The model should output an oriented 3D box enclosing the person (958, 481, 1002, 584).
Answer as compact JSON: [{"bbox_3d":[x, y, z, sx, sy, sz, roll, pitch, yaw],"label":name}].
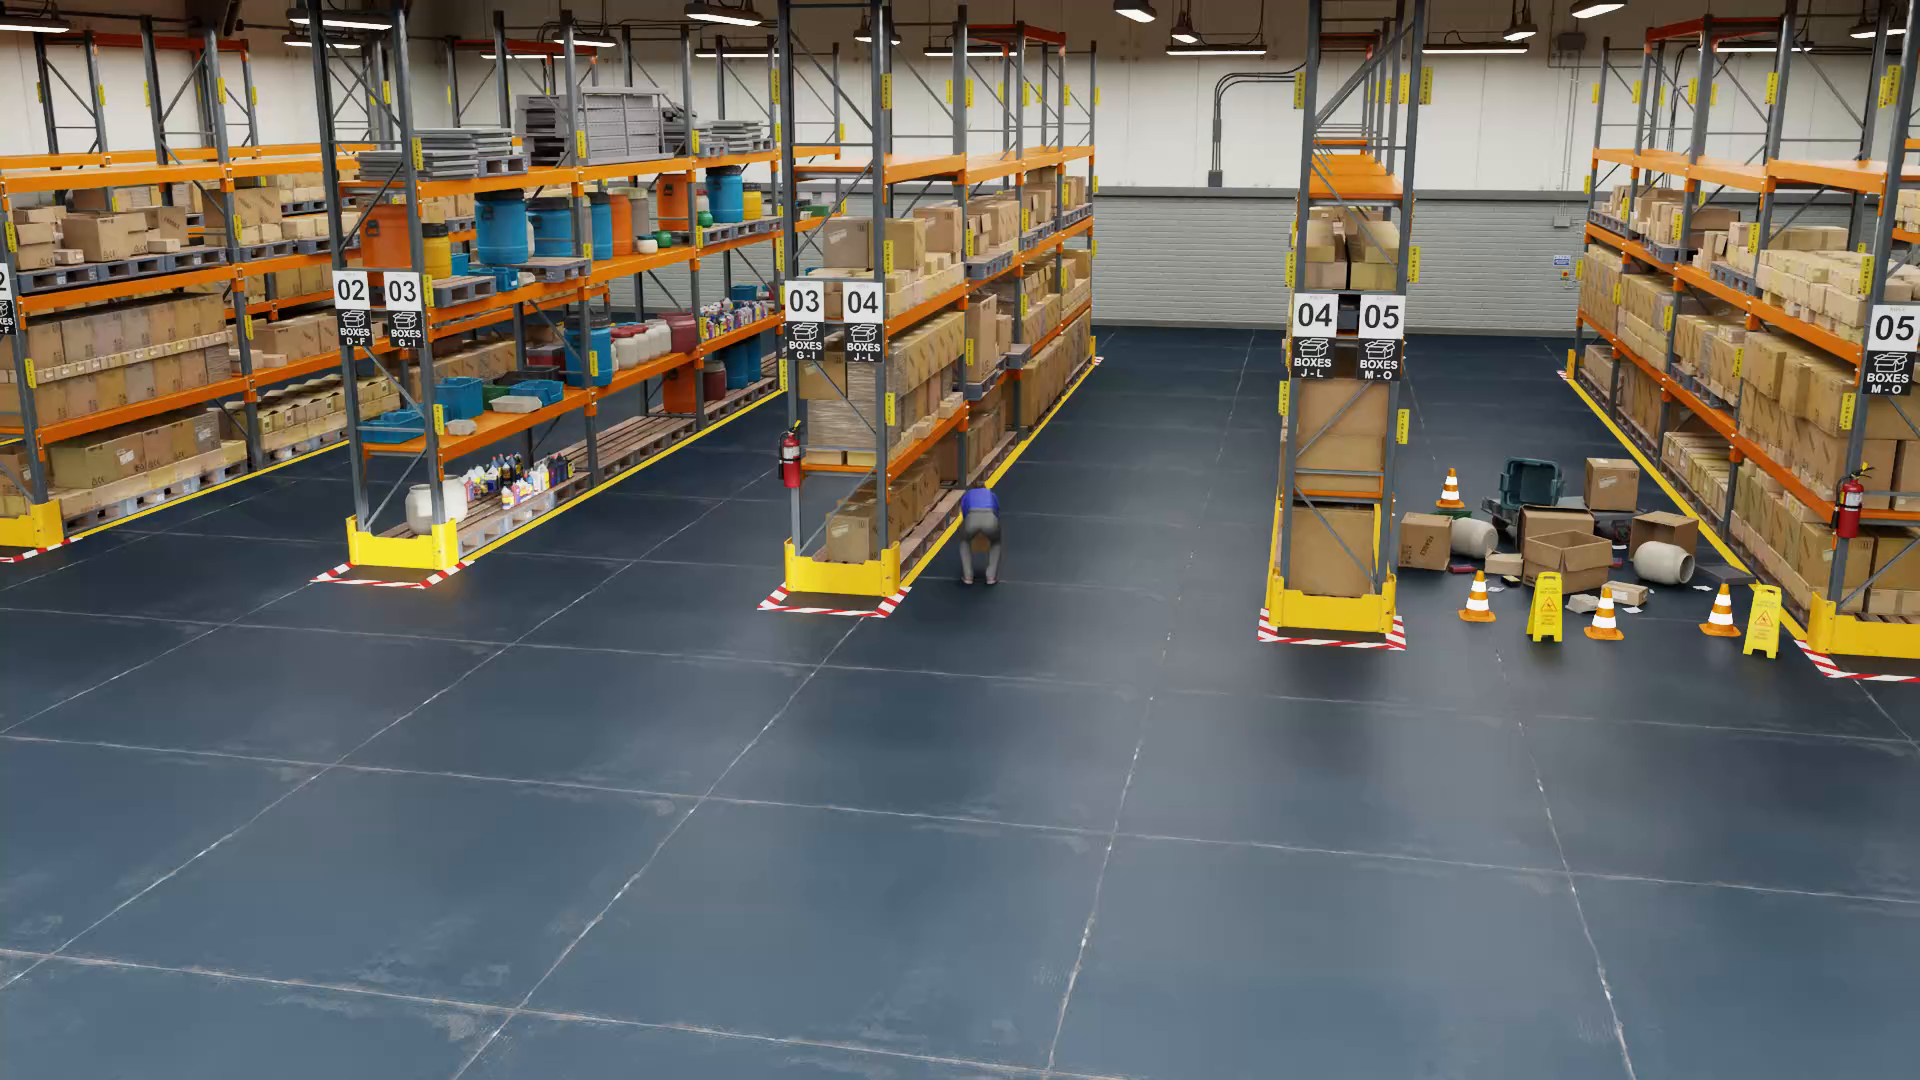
[{"bbox_3d":[0.214,-0.076,17.630,0.468,0.989,0.860,0,15,0],"label":"person"}]
